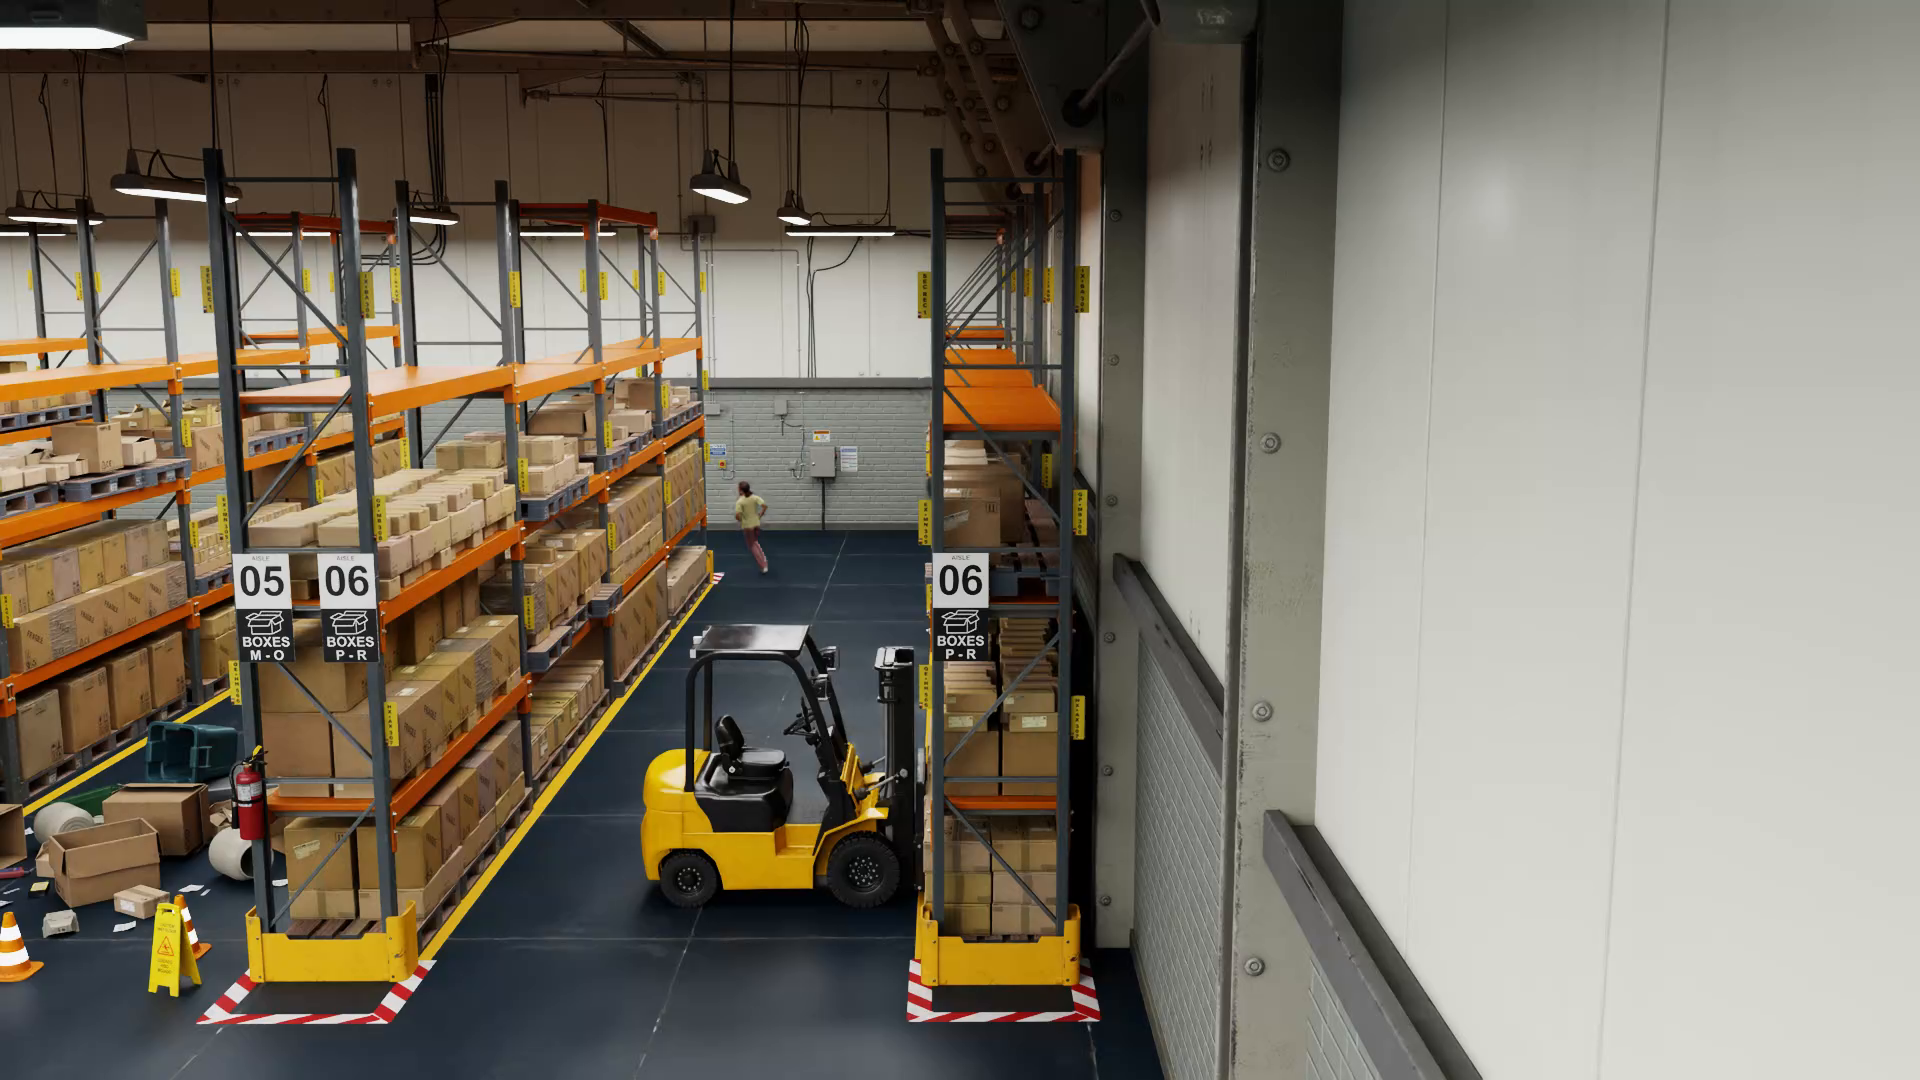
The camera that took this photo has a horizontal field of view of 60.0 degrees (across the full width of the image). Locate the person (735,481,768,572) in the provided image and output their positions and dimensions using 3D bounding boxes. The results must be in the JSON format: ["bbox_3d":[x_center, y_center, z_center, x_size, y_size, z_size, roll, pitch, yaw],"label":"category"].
[{"bbox_3d":[-3.633,-0.223,28.806,0.664,1.622,0.520,-9,12,-43],"label":"person"}]
